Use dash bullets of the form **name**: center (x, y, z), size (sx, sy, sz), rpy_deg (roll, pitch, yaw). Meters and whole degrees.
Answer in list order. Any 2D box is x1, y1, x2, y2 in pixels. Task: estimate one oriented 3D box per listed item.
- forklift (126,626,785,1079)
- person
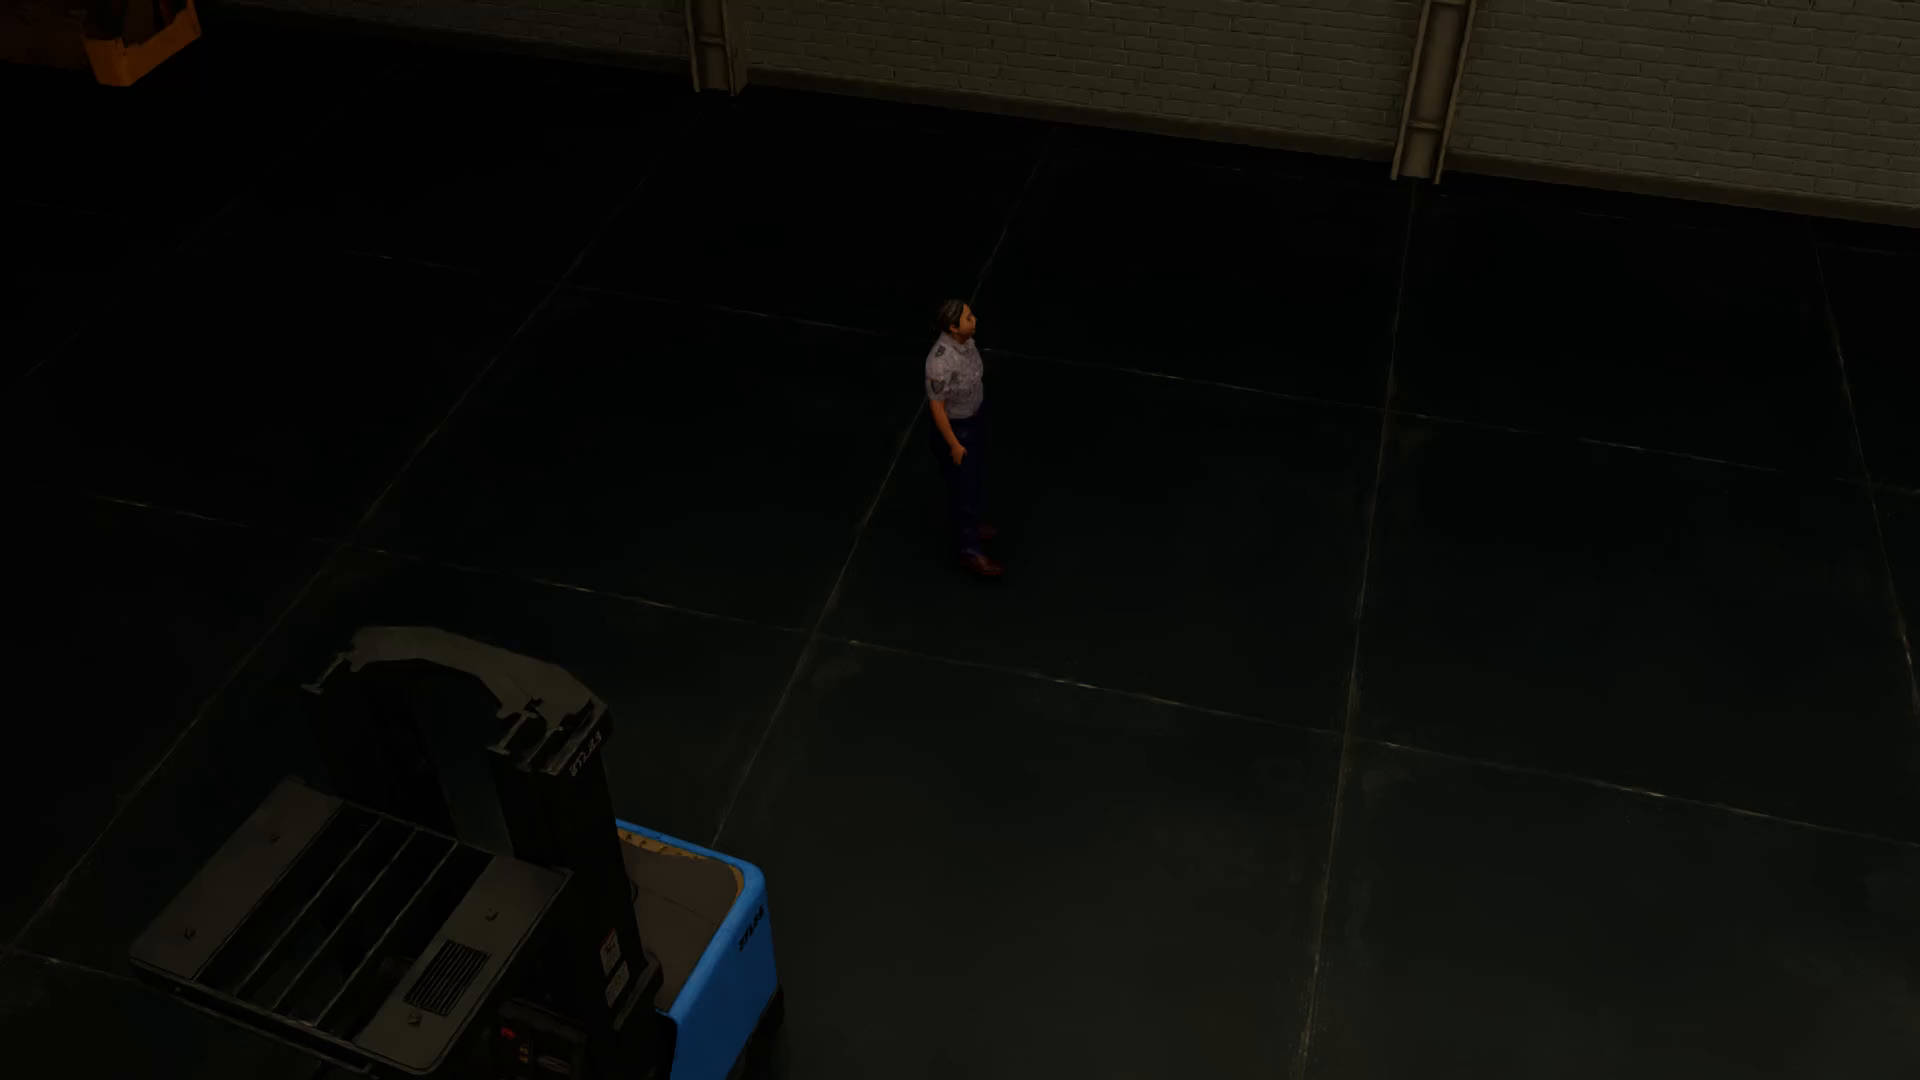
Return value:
- **forklift**: center (-1.807, 1.851, 5.750), size (1.130, 2.935, 3.031), rpy_deg (15, 43, 16)
- **person**: center (0.080, -0.625, 9.477), size (0.503, 1.650, 0.599), rpy_deg (10, 42, 11)
